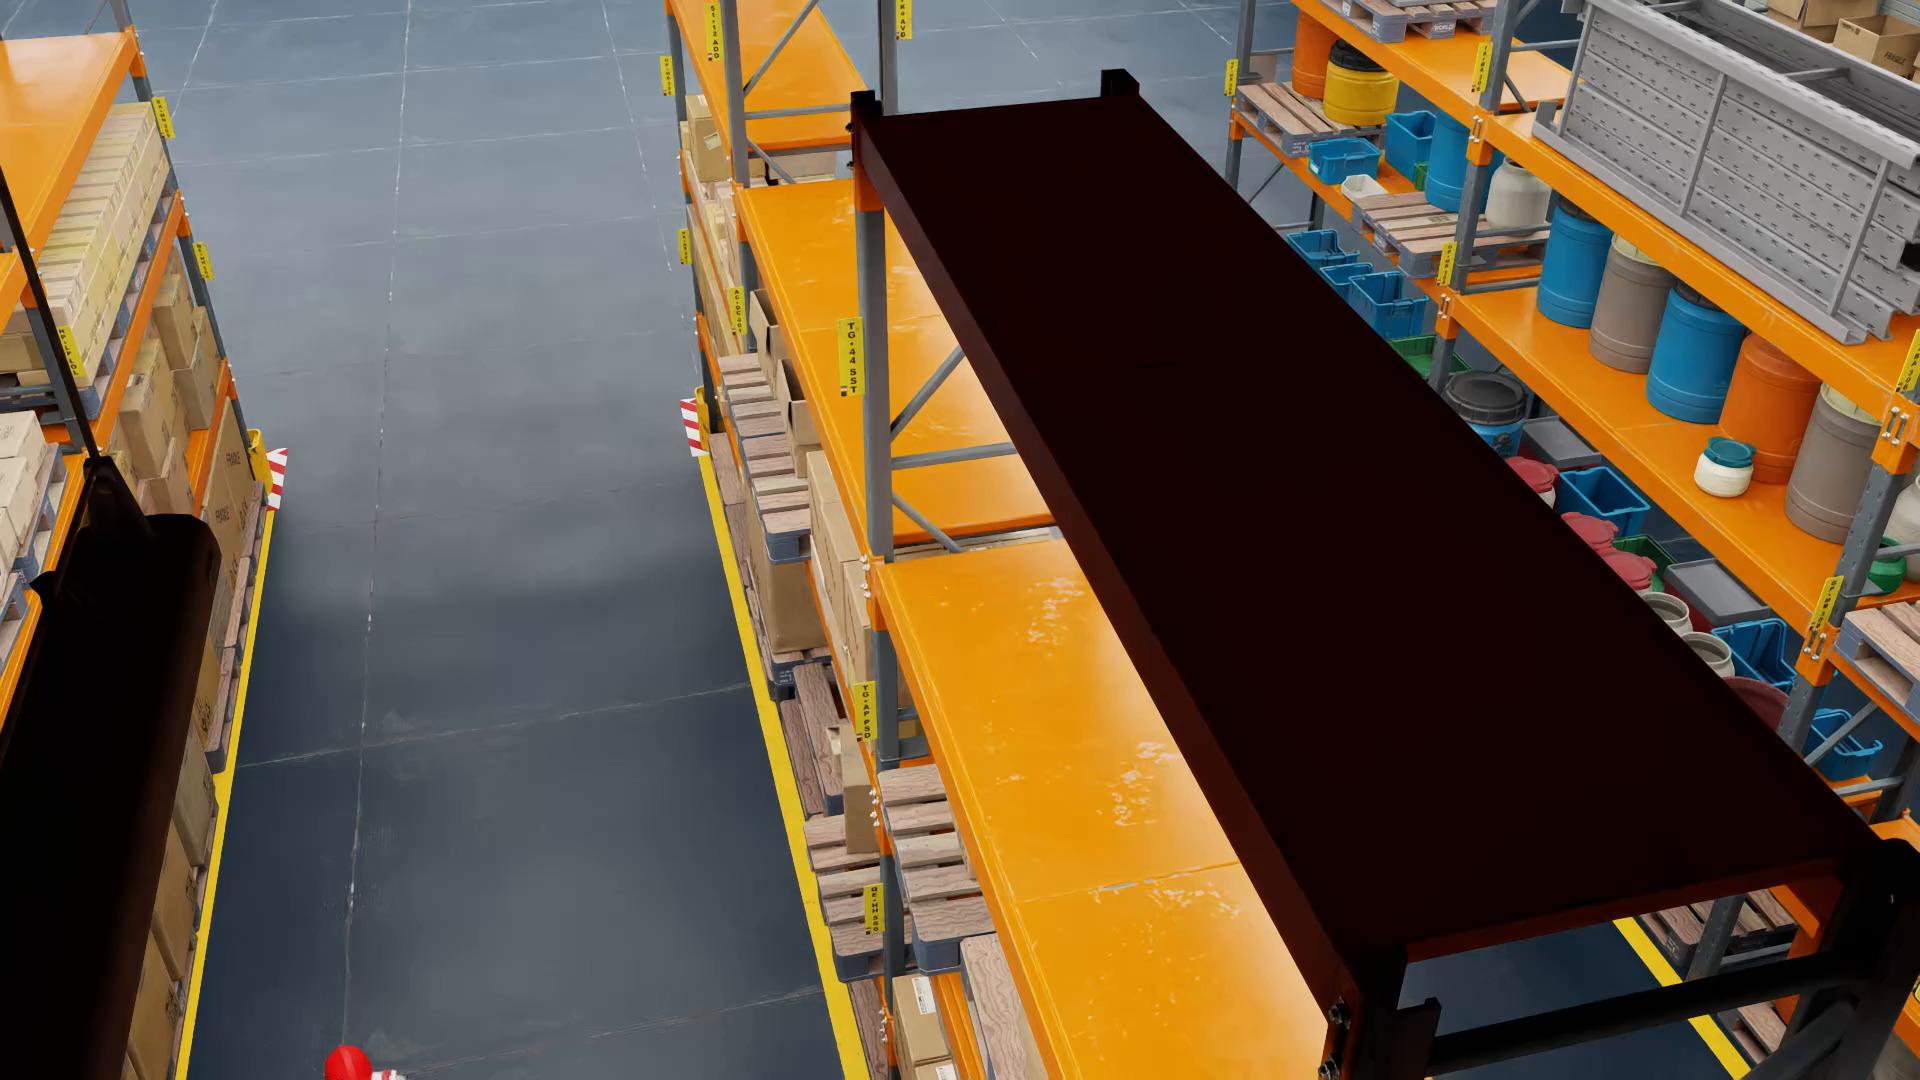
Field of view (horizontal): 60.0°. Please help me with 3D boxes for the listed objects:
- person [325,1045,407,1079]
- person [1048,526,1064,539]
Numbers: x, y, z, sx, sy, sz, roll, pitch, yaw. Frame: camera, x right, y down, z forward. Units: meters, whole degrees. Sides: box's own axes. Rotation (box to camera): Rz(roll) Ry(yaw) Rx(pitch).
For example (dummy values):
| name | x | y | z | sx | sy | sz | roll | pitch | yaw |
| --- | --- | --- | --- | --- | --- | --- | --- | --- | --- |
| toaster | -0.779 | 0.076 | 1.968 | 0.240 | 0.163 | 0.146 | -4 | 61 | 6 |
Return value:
| name | x | y | z | sx | sy | sz | roll | pitch | yaw |
| --- | --- | --- | --- | --- | --- | --- | --- | --- | --- |
| person | -2.839 | 3.051 | 8.074 | 0.573 | 1.787 | 0.534 | -8 | 35 | -12 |
| person | 0.627 | -0.021 | 12.477 | 0.532 | 1.575 | 0.716 | -16 | 38 | -22 |
